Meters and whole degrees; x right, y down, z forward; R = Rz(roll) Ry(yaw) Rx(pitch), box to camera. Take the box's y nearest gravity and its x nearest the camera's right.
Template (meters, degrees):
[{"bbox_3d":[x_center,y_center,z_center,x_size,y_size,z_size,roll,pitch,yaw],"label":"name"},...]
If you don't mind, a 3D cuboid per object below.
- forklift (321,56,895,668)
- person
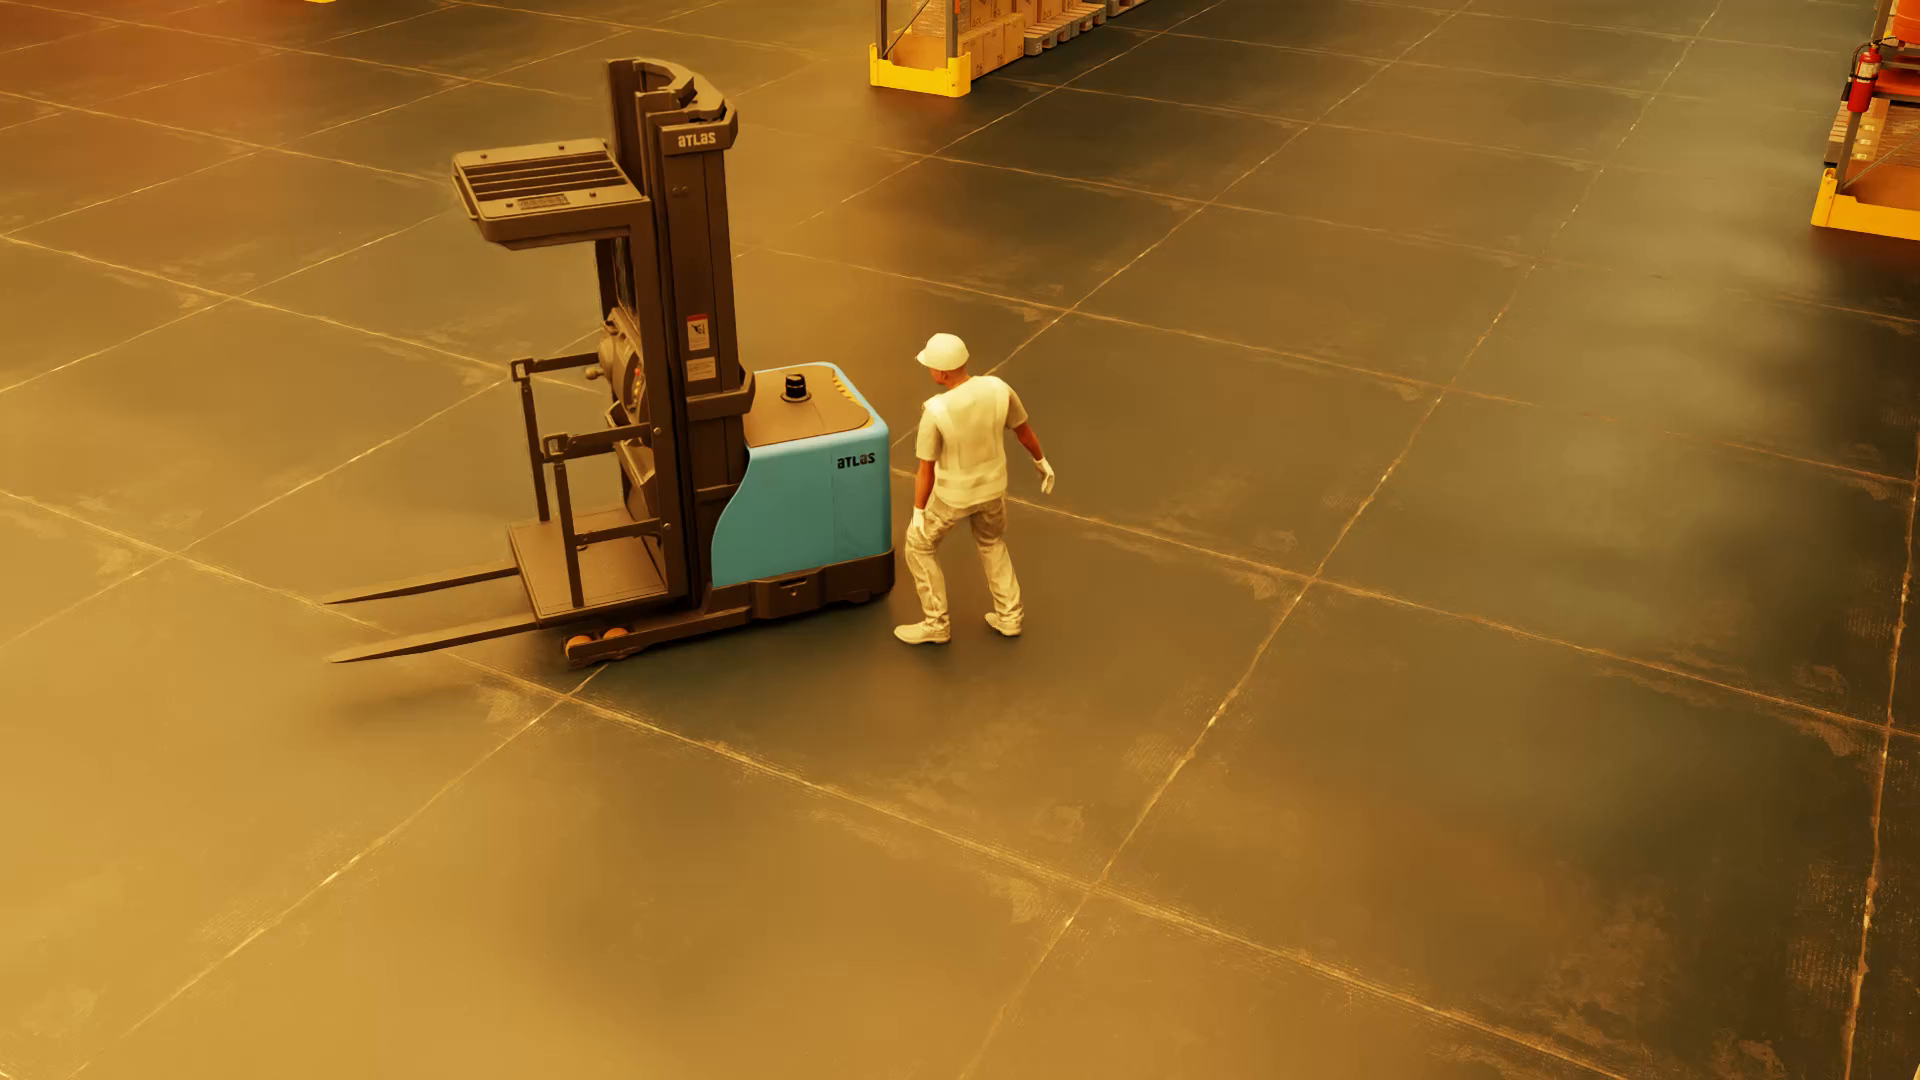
[{"bbox_3d":[-1.936,-0.893,8.617,3.031,2.935,1.130,-11,32,-19],"label":"forklift"},{"bbox_3d":[0.077,-0.264,8.790,0.907,1.754,0.484,-15,33,-24],"label":"person"}]
